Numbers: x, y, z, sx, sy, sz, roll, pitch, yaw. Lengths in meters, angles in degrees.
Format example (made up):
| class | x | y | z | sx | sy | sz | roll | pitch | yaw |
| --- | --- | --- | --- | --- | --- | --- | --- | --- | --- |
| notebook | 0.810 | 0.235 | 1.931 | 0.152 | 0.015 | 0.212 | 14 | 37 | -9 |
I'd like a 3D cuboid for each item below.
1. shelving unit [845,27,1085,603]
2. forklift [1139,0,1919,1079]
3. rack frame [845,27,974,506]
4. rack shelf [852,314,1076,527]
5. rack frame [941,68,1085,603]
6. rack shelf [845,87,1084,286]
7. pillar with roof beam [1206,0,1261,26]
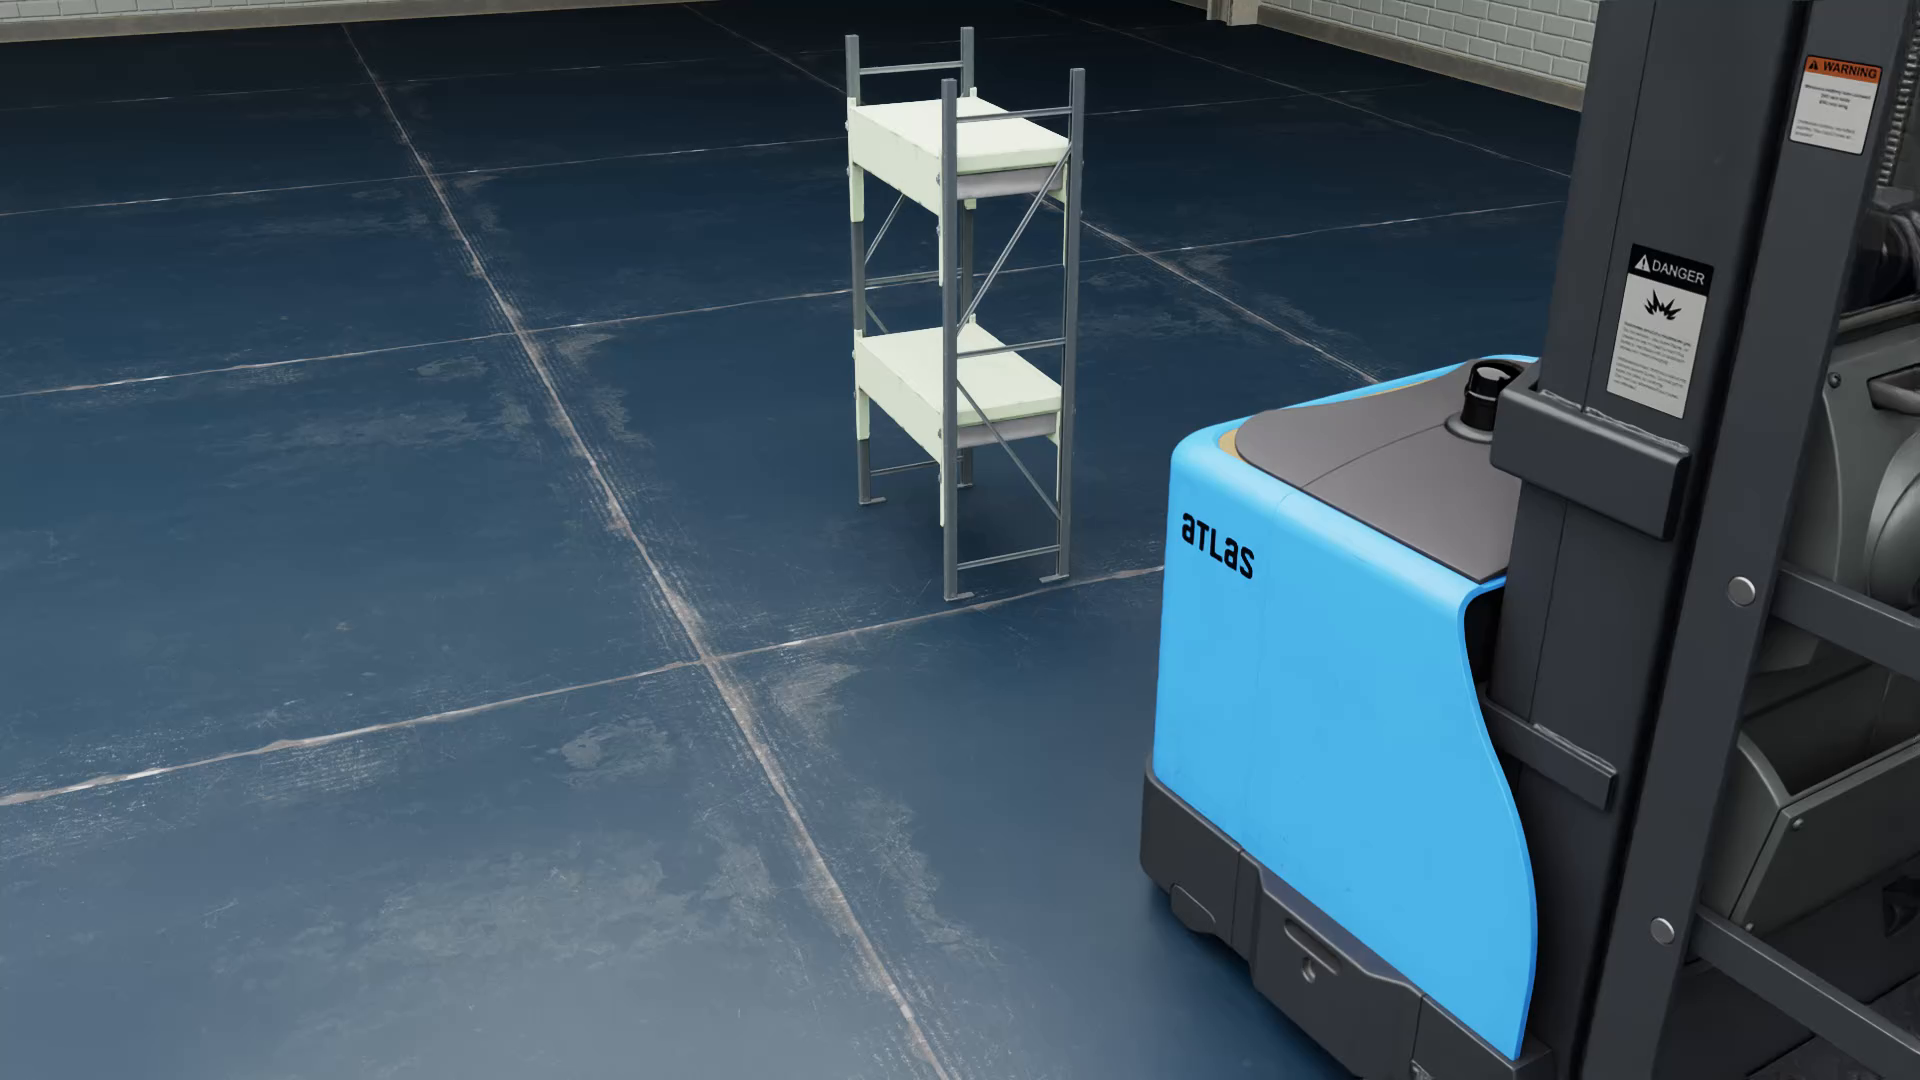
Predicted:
| class | x | y | z | sx | sy | sz | roll | pitch | yaw |
| --- | --- | --- | --- | --- | --- | --- | --- | --- | --- |
| shelving unit | -0.003 | -0.677 | 4.926 | 0.431 | 1.500 | 0.755 | -11 | 28 | -21 |
| forklift | 1.591 | -0.117 | 2.150 | 1.130 | 2.935 | 3.031 | -15 | 30 | -28 |
| rack frame | -0.146 | -0.824 | 5.229 | 0.400 | 1.500 | 0.023 | -11 | 28 | -21 |
| rack shelf | -0.003 | -0.384 | 5.069 | 0.431 | 0.370 | 0.720 | -11 | 28 | -21 |
| rack frame | 0.141 | -0.529 | 4.624 | 0.400 | 1.500 | 0.023 | -11 | 28 | -21 |
| rack shelf | -0.003 | -1.027 | 4.755 | 0.431 | 0.370 | 0.720 | -11 | 28 | -21 |
| pillar with roof beam | -1.574 | -7.840 | 11.050 | 9.100 | 9.000 | 0.400 | -11 | 28 | -21 |
